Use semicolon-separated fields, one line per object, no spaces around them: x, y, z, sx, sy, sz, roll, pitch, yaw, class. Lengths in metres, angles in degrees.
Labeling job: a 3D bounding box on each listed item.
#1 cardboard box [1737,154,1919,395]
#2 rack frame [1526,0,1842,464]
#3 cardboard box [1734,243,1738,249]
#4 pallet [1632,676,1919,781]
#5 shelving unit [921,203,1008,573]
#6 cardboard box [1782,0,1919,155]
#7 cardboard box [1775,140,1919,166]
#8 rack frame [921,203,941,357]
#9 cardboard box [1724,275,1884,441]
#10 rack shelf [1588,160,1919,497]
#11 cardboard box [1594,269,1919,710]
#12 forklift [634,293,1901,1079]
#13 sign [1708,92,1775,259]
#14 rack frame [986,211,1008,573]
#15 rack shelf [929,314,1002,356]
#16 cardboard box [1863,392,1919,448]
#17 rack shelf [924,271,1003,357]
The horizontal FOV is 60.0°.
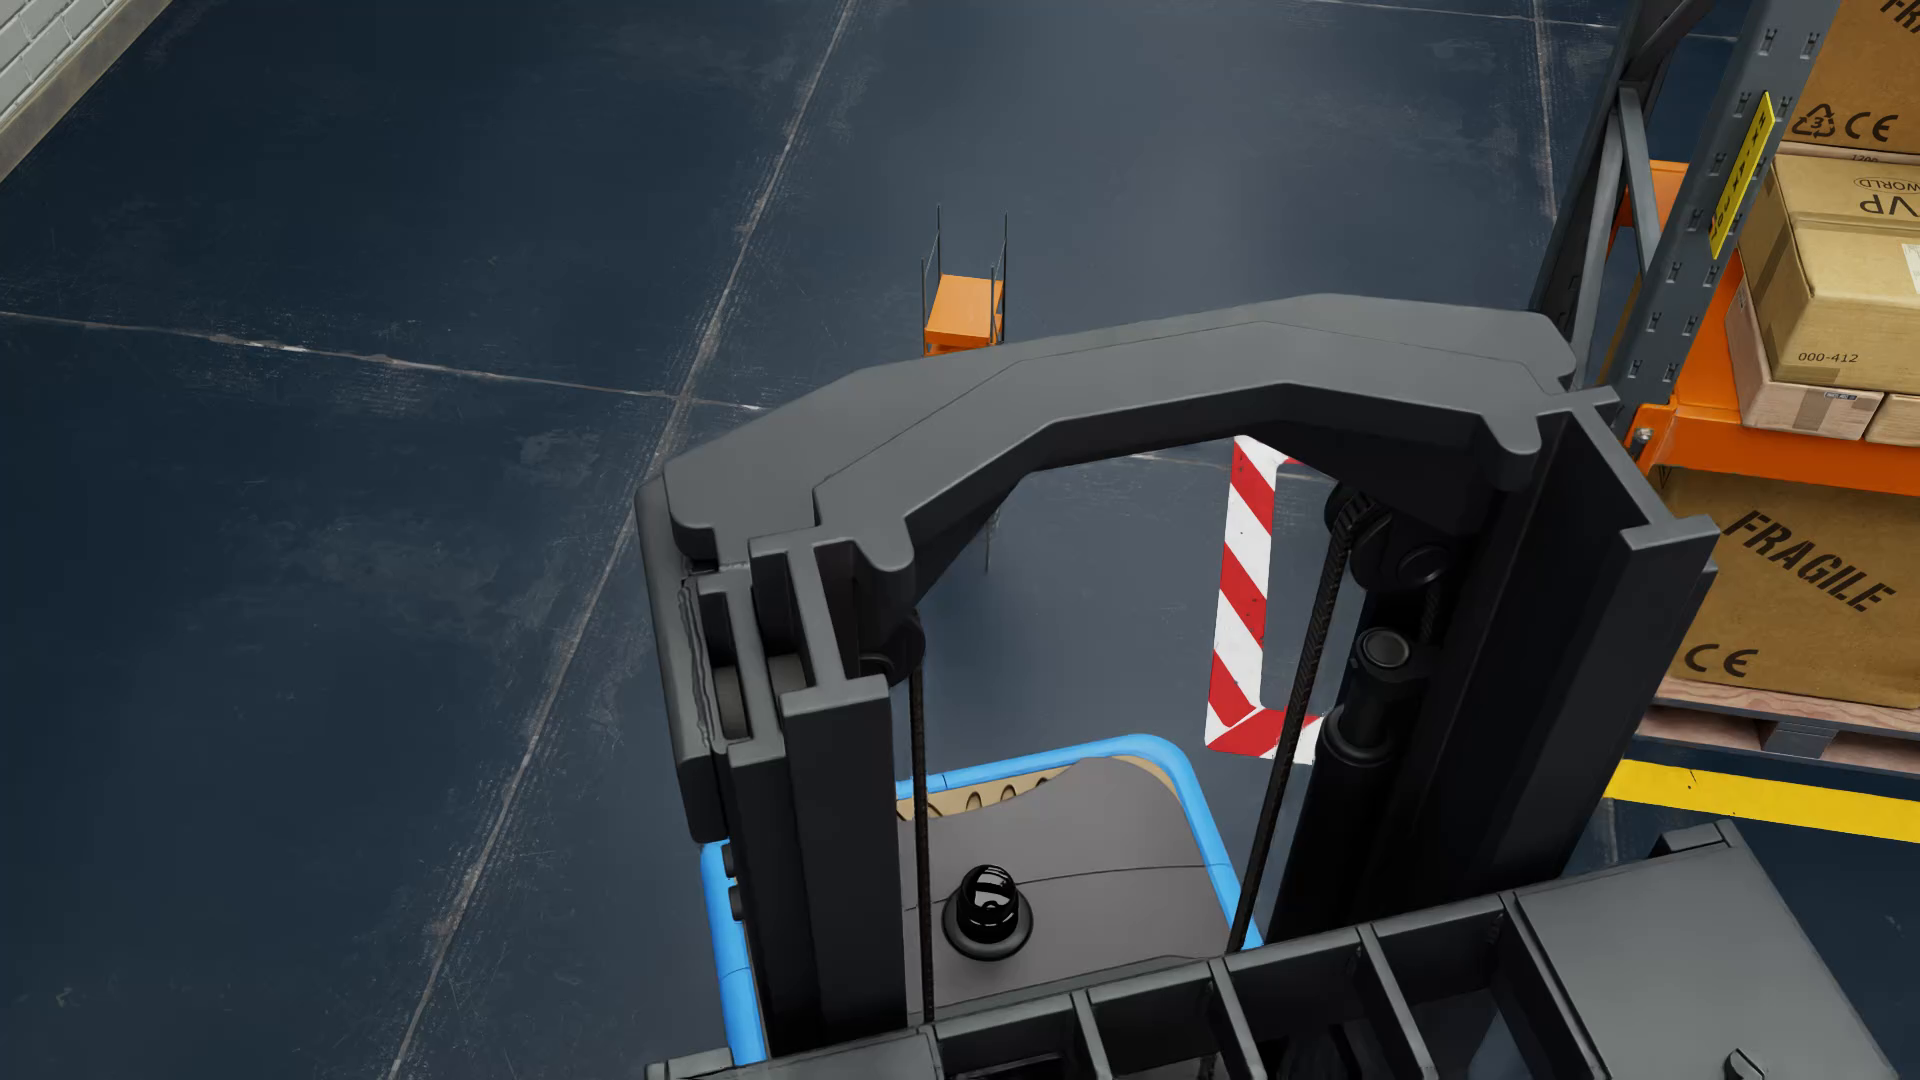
2.044;-0.581;3.656;0.500;0.250;0.500;7;48;6;cardboard box
1.619;-0.793;3.946;0.127;3.000;1.000;8;49;7;rack frame
2.028;-0.903;4.214;0.250;0.149;0.380;9;49;8;cardboard box
2.420;0.188;4.940;1.213;0.211;1.003;8;49;7;pallet
0.014;-0.399;4.802;0.189;1.200;0.258;8;49;7;shelving unit
2.146;-1.221;3.727;0.500;0.500;0.500;8;49;7;cardboard box
2.144;-0.972;4.008;0.500;0.250;0.500;7;48;6;cardboard box
-0.076;-0.411;4.813;0.006;1.200;0.240;8;49;7;rack frame
1.910;-0.421;3.780;0.250;0.149;0.380;8;49;7;cardboard box
3.588;-0.288;3.976;4.000;0.370;1.077;8;49;7;rack shelf
2.263;-0.197;4.557;0.875;0.875;0.875;8;49;7;cardboard box
0.317;1.280;2.130;1.130;2.935;3.031;-10;49;-9;forklift
1.515;-0.703;3.230;0.005;0.325;0.100;8;49;7;sign
0.104;-0.387;4.791;0.006;1.200;0.240;8;49;7;rack frame
0.014;-0.530;4.657;0.180;0.103;0.258;8;49;7;rack shelf
2.163;-0.388;3.751;0.250;0.149;0.380;7;48;6;cardboard box
0.014;-0.610;4.567;0.180;0.103;0.258;8;49;7;rack shelf
